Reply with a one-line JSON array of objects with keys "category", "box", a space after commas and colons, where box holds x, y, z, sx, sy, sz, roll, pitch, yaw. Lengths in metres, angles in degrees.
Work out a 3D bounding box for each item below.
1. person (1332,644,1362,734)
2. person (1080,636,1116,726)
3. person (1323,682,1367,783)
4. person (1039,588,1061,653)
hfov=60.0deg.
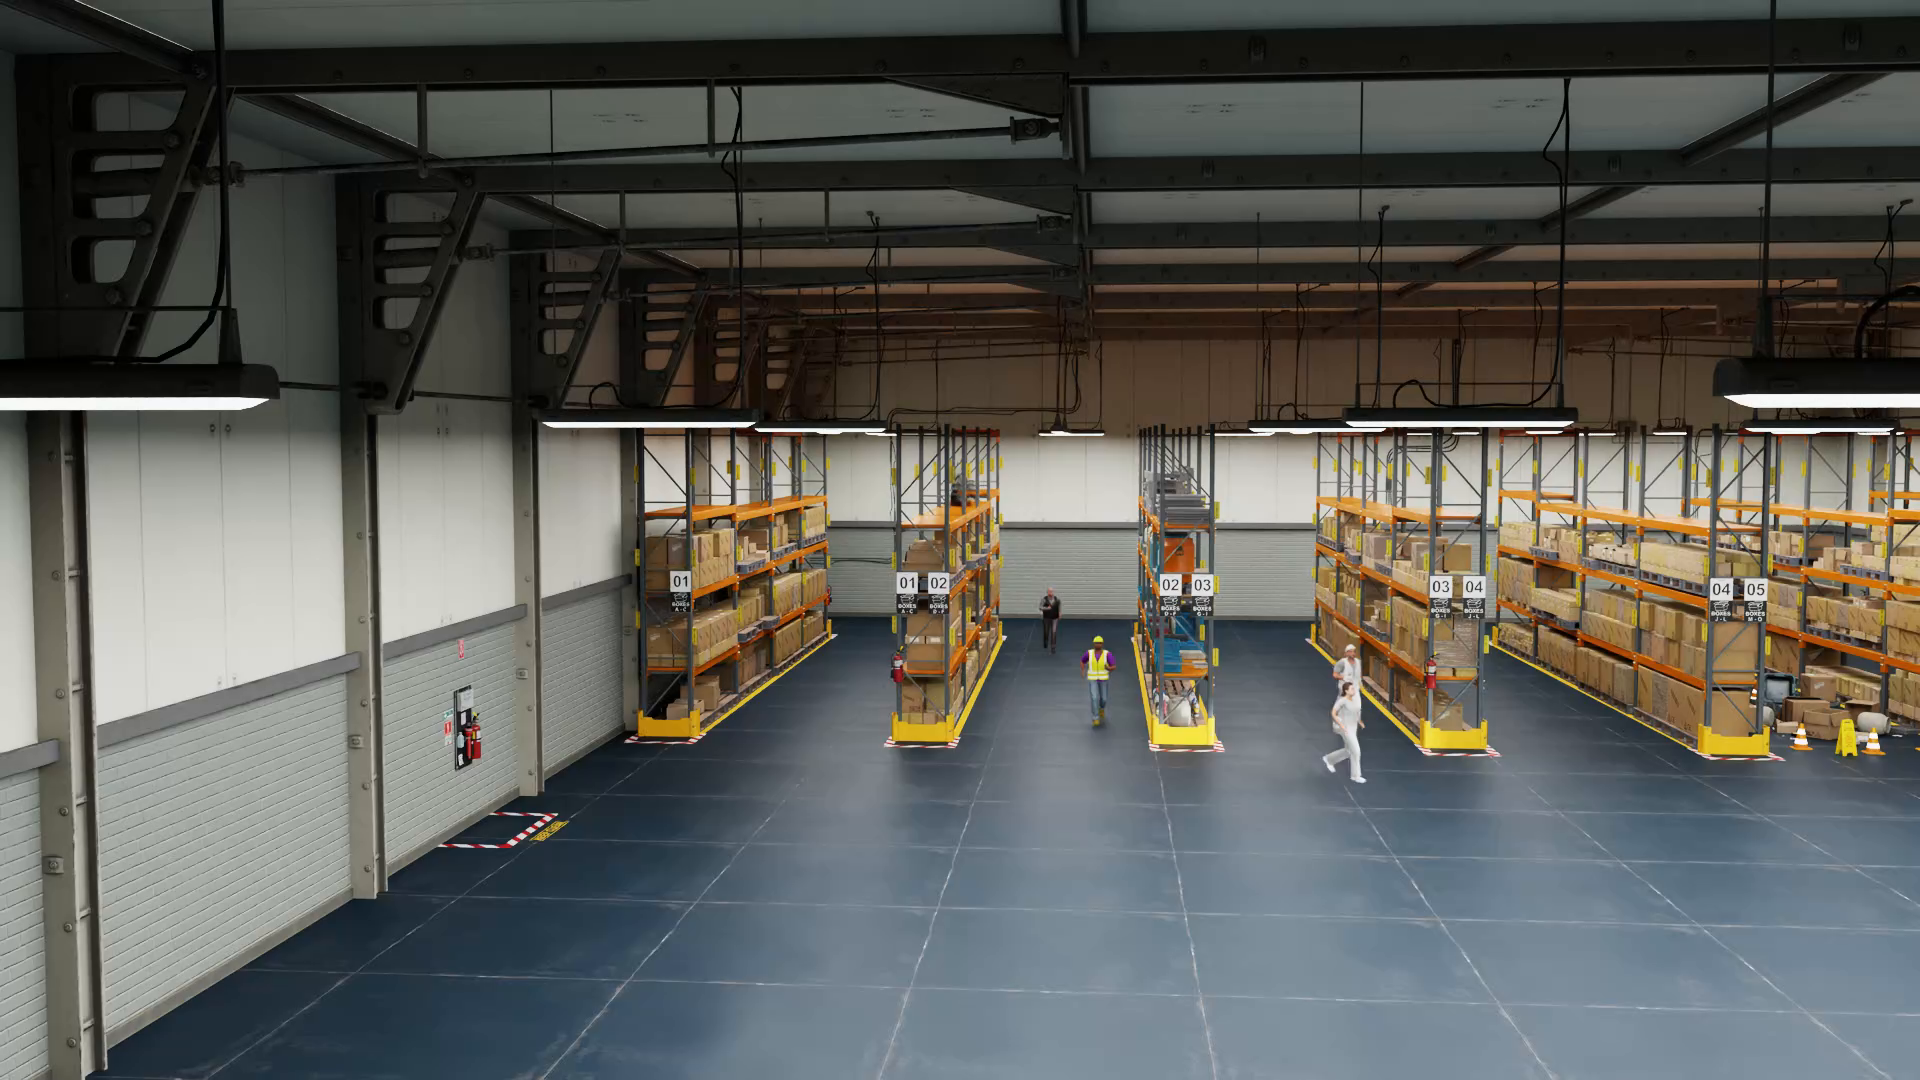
[{"category": "person", "box": [7.400, 2.900, 31.707, 0.663, 1.847, 0.795, -1, 4, -10]}, {"category": "person", "box": [2.769, 2.802, 33.351, 0.710, 1.747, 0.963, 0, 3, 2]}, {"category": "person", "box": [6.466, 3.204, 27.931, 0.850, 1.667, 0.579, 3, 5, 41]}, {"category": "person", "box": [2.415, 2.125, 44.526, 0.652, 1.714, 0.969, 0, 3, -6]}]
